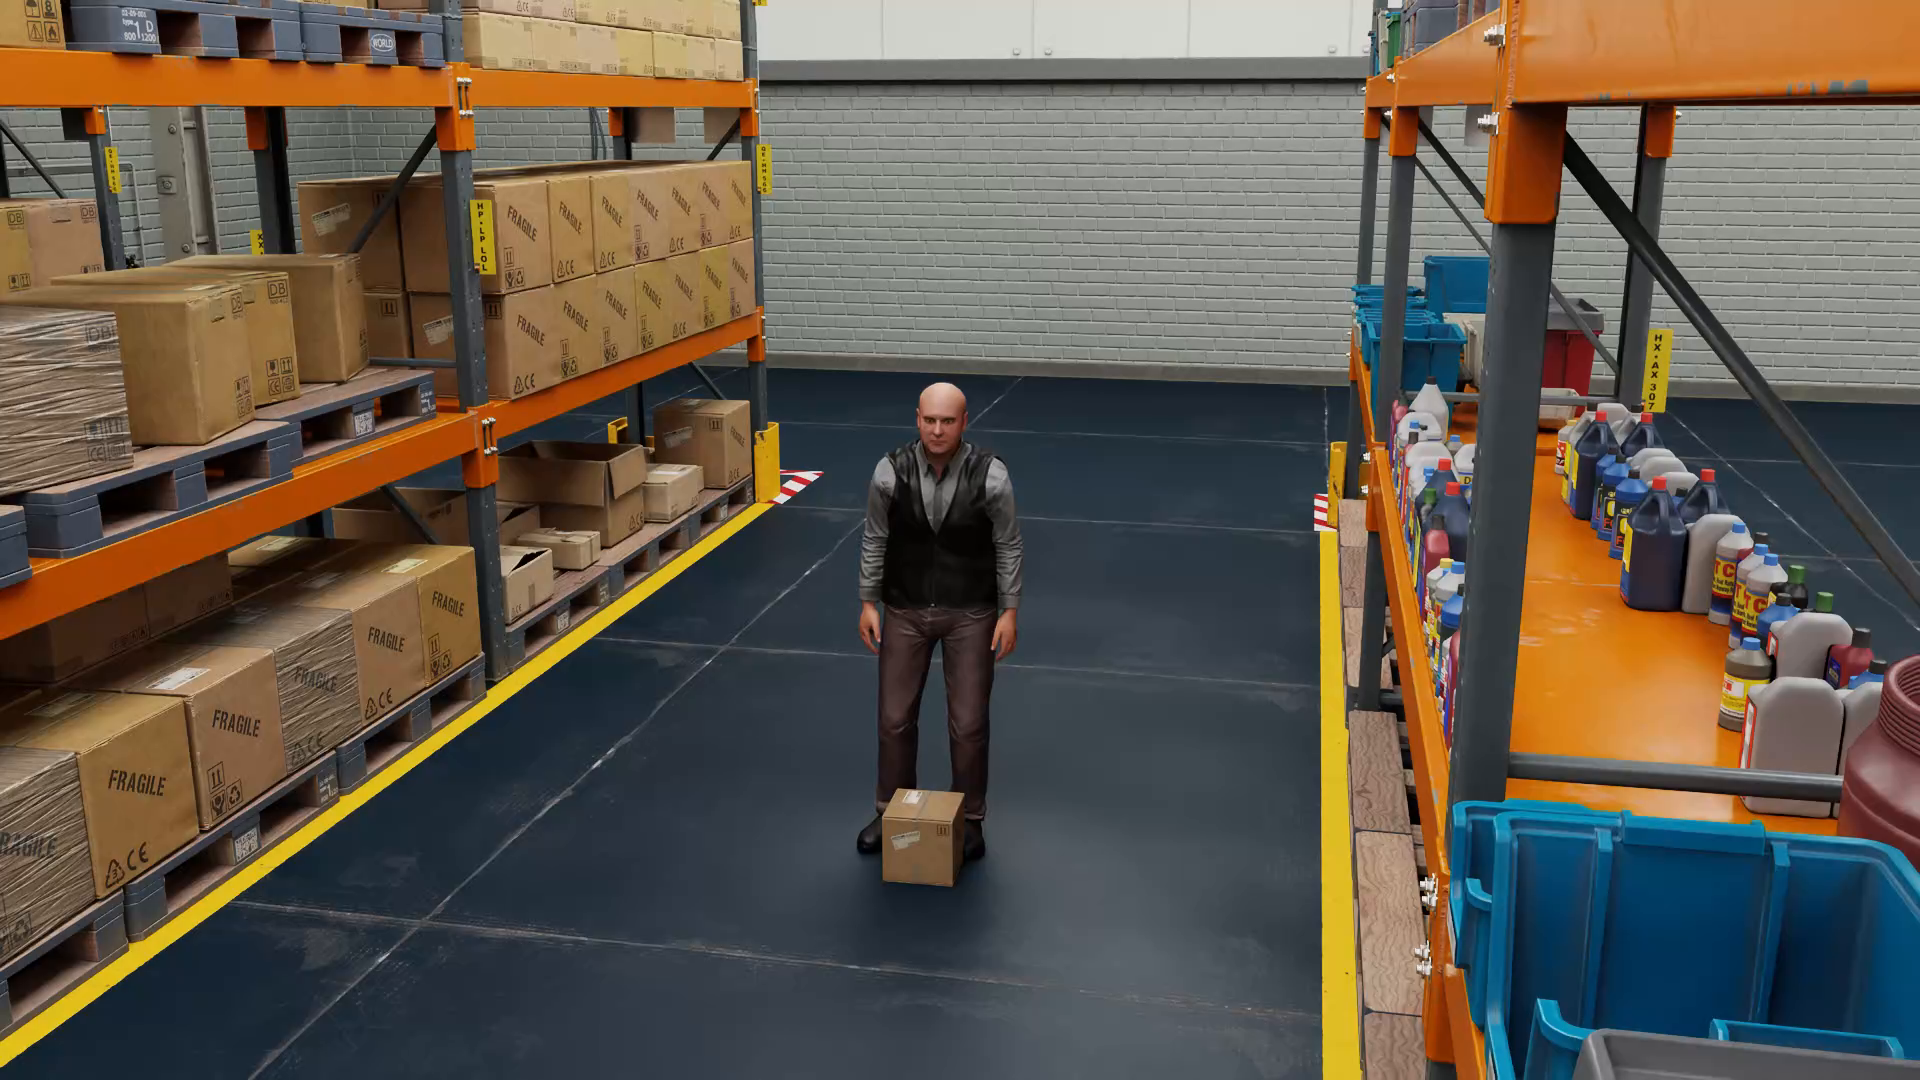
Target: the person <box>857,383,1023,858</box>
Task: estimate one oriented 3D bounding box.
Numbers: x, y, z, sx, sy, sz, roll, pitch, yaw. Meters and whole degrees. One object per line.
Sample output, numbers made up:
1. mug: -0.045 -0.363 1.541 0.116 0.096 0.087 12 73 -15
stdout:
1. person: -0.070 0.275 5.996 0.593 1.722 0.414 2 15 8
